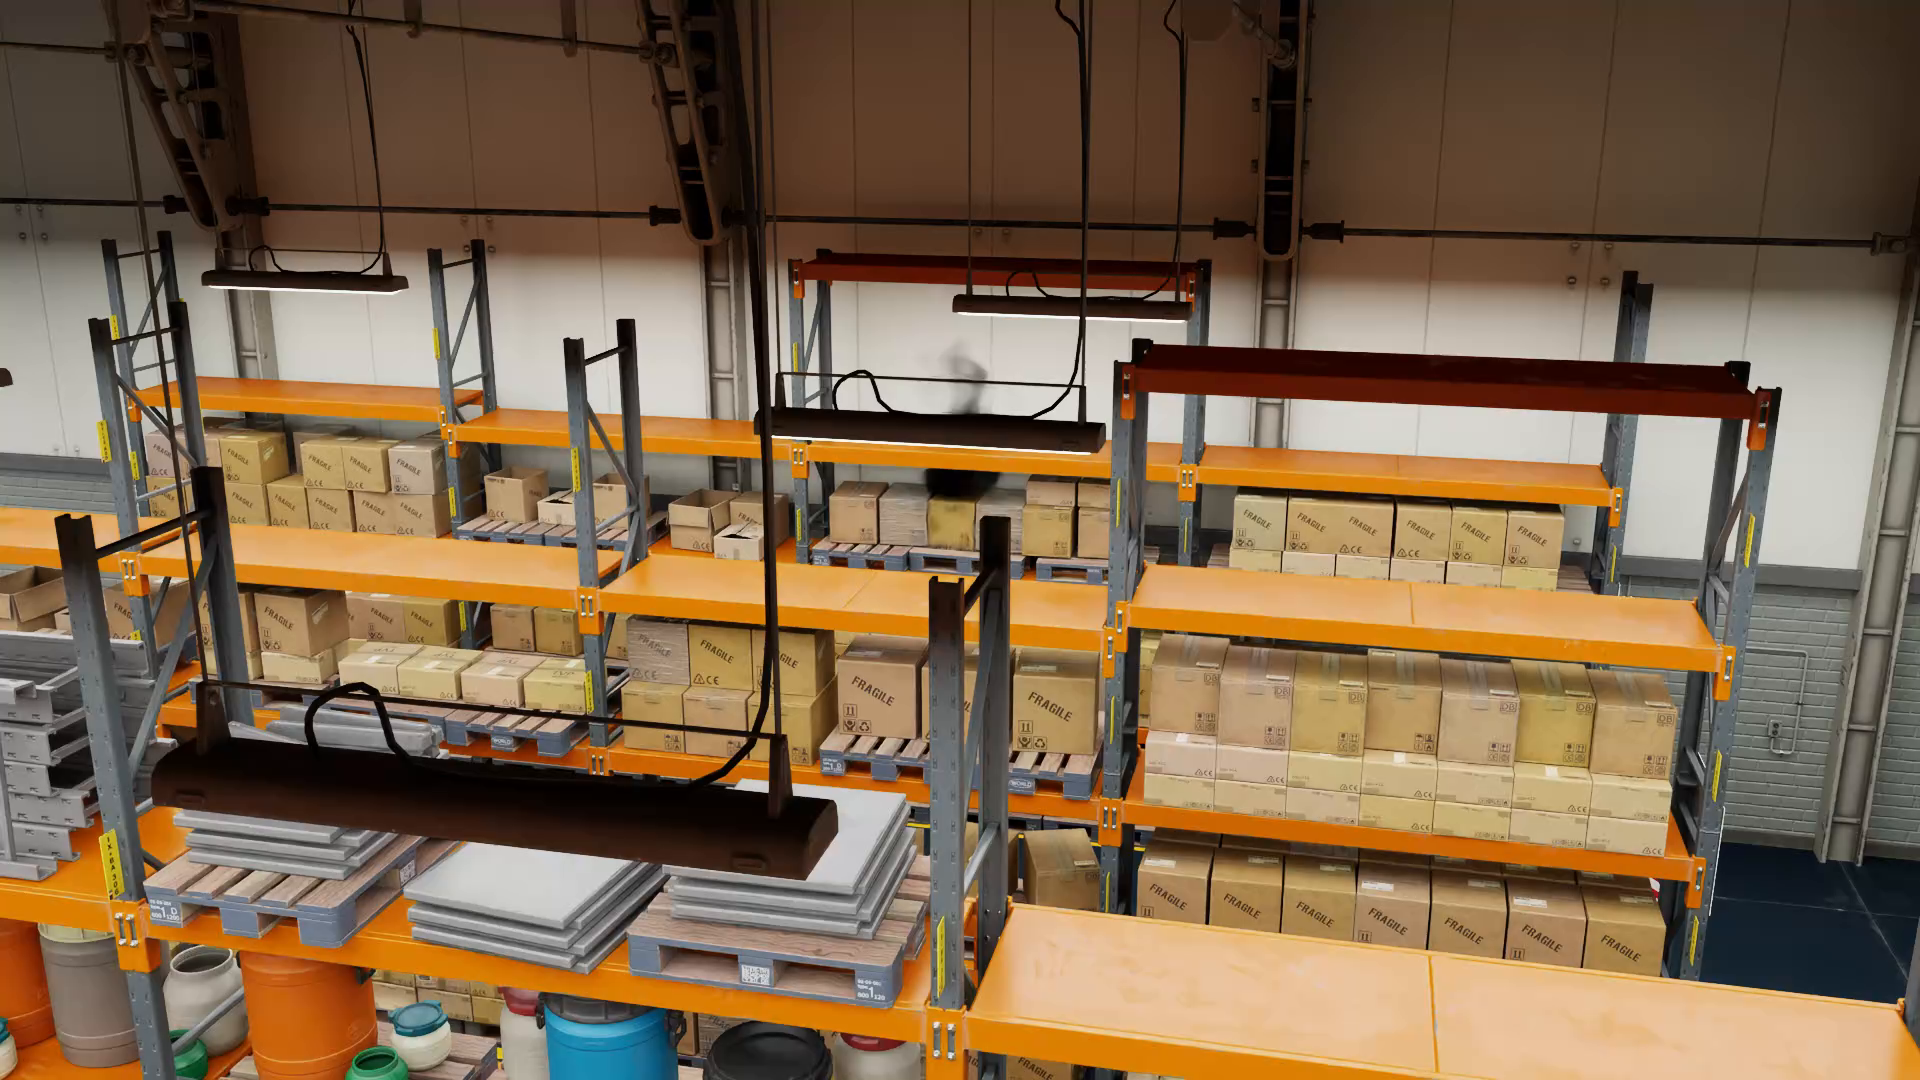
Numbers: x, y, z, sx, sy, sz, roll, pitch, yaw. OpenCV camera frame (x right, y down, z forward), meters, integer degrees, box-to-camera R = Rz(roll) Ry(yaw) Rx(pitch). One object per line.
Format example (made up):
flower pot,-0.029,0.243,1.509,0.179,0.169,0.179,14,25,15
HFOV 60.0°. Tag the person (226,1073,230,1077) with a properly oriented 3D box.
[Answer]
person,-4.977,4.168,11.299,0.725,1.687,0.592,3,17,10
